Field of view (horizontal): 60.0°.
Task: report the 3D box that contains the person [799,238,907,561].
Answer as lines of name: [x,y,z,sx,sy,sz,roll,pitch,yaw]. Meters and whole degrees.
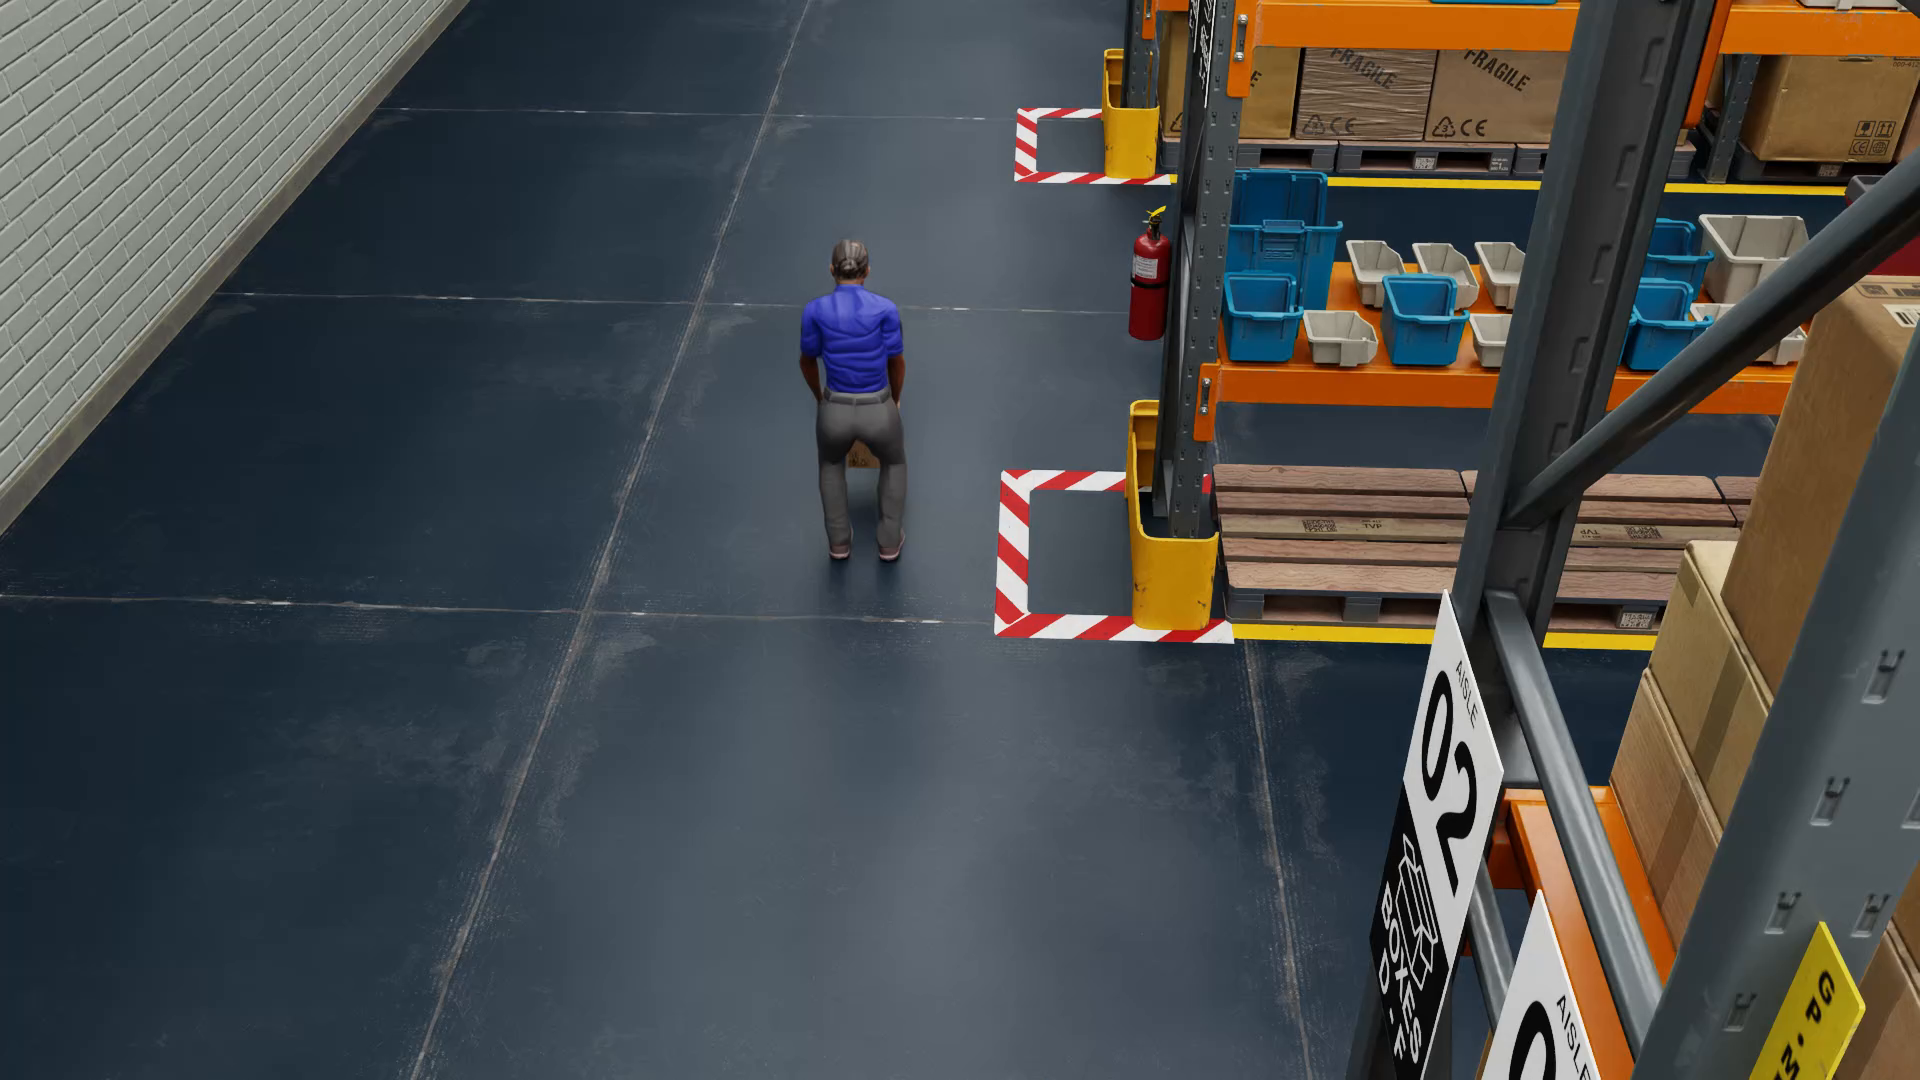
person: [-0.488,-0.600,7.604,0.480,1.526,0.492,2,36,3]
